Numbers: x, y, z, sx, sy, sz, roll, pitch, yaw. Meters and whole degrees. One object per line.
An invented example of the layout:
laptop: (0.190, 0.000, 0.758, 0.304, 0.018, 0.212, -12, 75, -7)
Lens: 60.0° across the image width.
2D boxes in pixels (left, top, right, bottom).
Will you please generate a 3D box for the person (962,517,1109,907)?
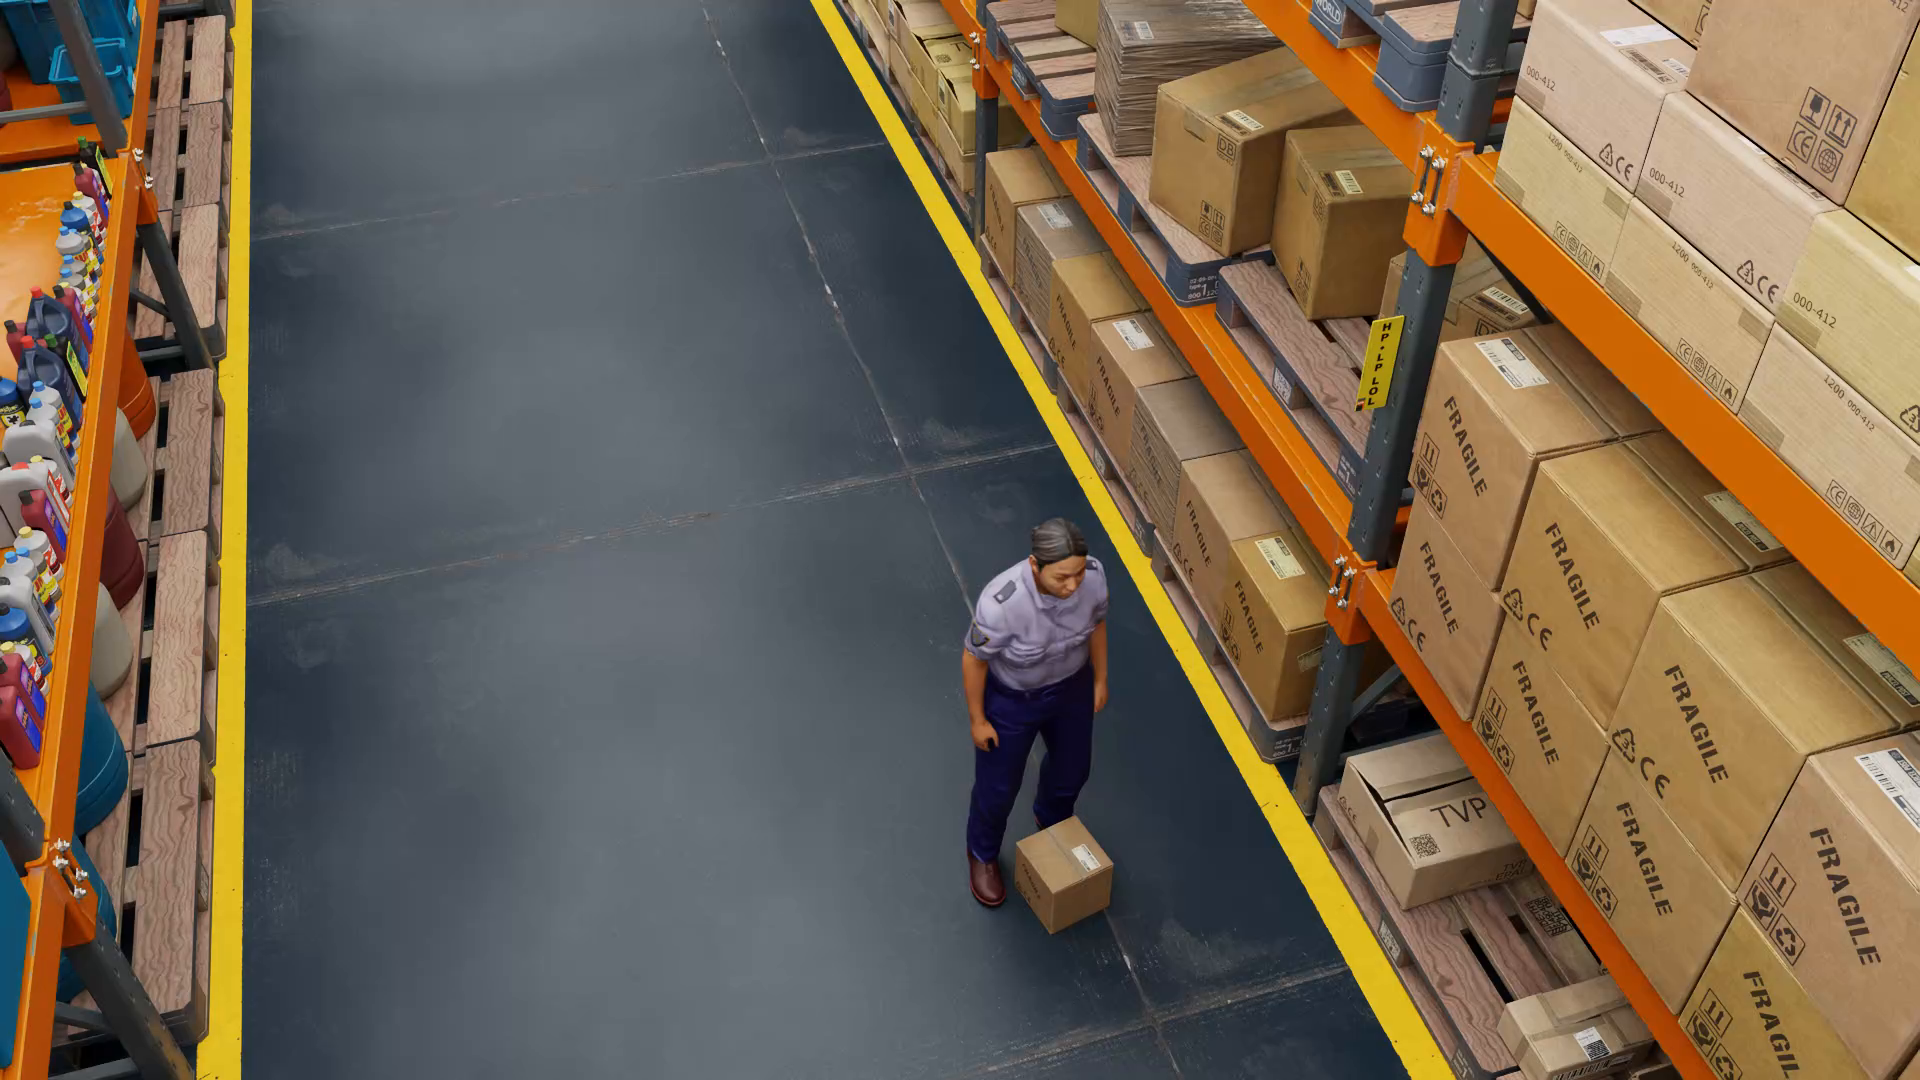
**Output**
person: (0.251, 0.533, 5.585, 0.544, 1.652, 0.372, -18, 45, -18)
